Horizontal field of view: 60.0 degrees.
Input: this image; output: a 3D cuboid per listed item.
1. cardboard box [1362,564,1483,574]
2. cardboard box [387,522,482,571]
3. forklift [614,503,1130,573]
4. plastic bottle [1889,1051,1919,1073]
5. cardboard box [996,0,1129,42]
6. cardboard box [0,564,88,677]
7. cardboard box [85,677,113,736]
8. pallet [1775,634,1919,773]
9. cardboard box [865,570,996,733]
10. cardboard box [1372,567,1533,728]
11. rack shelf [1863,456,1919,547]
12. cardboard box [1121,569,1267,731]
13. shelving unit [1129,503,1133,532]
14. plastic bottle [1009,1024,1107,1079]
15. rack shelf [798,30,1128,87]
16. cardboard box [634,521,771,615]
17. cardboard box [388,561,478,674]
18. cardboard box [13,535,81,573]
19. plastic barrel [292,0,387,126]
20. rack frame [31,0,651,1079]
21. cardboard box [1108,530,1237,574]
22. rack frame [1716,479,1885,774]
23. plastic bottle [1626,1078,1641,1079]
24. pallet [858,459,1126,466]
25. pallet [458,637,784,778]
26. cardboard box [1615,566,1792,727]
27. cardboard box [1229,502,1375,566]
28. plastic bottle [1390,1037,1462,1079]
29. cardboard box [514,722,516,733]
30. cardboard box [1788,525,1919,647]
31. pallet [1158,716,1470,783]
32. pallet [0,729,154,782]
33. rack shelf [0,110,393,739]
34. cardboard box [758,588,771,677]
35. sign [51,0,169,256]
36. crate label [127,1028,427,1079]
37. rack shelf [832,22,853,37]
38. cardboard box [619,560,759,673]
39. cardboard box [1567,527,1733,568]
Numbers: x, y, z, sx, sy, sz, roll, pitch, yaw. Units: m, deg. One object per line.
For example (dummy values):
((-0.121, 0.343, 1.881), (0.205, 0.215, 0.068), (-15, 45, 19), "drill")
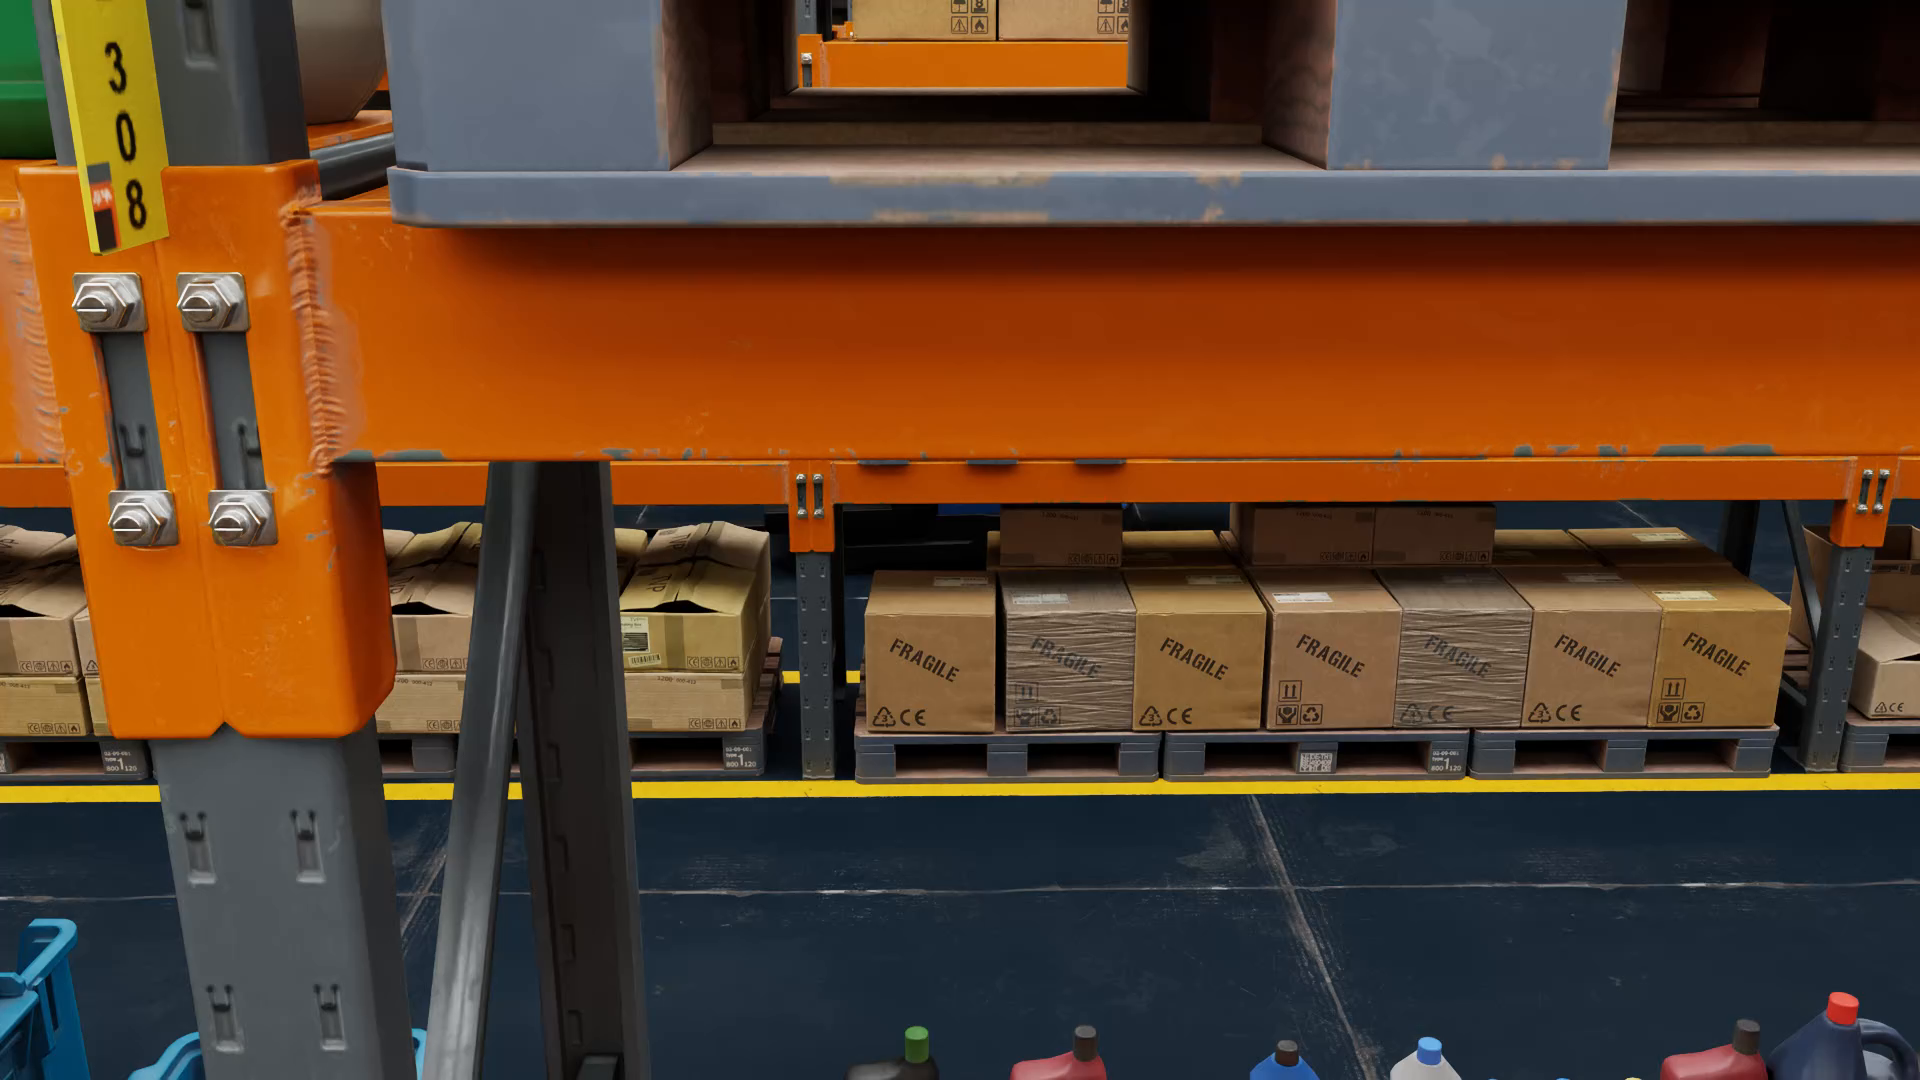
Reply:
((1.912, 0.267, 7.177), (0.500, 0.500, 0.500), (0, 18, 0), "cardboard box")
((-2.131, 0.133, 7.117), (0.500, 0.311, 0.500), (-1, 18, -2), "cardboard box")
((-0.619, -1.377, 9.041), (3.031, 2.935, 1.130), (-2, 18, -5), "forklift")
((1.366, 0.800, 2.333), (0.133, 0.283, 0.061), (0, 18, -1), "plastic bottle")
((0.378, -2.119, 6.170), (0.500, 0.500, 0.910), (0, 18, -1), "cardboard box")
((-3.649, 0.306, 6.578), (0.500, 0.311, 0.500), (0, 18, -2), "cardboard box")
((-3.131, 0.568, 6.680), (0.500, 0.250, 0.500), (-1, 18, -3), "cardboard box")
((4.119, 0.677, 7.092), (1.213, 0.211, 1.003), (0, 18, -1), "pallet")
((-0.108, 0.437, 6.646), (0.500, 0.500, 0.500), (0, 18, 1), "cardboard box")
((1.947, 0.425, 6.685), (0.500, 0.500, 0.500), (0, 18, 0), "cardboard box")
((5.432, -0.315, 6.797), (4.000, 0.370, 1.077), (0, 18, -1), "rack shelf")
((0.917, 0.432, 6.662), (0.500, 0.500, 0.500), (-1, 18, -2), "cardboard box")
((1.440, -0.773, 9.503), (1.048, 1.500, 0.538), (-2, 18, -6), "shelving unit")
((0.136, 0.806, 2.314), (0.133, 0.283, 0.061), (0, 18, -1), "plastic bottle")
((1.432, -1.724, 6.279), (4.000, 0.370, 1.077), (0, 18, -1), "rack shelf")
((-1.096, 0.126, 7.139), (0.500, 0.311, 0.500), (0, 18, 1), "cardboard box")
((-2.112, 0.297, 6.606), (0.500, 0.311, 0.500), (0, 18, -1), "cardboard box")
((-3.646, 0.139, 7.100), (0.500, 0.311, 0.500), (0, 18, 1), "cardboard box")
((-0.808, -0.689, 1.693), (0.421, 0.512, 0.421), (0, 18, 0), "plastic barrel")
((-0.493, 0.885, 1.878), (0.053, 2.616, 0.949), (0, 18, -1), "rack frame")
((0.881, 0.273, 7.156), (0.500, 0.500, 0.500), (-1, 18, -3), "cardboard box")
((3.432, -0.648, 6.657), (0.127, 3.000, 1.000), (0, 18, -1), "rack frame")
((0.933, 0.847, 2.321), (0.097, 0.201, 0.097), (0, 18, 0), "plastic bottle")
((0.109, -0.562, 6.703), (1.003, 0.211, 1.213), (0, 18, -1), "pallet")
((-1.391, 0.691, 7.048), (1.213, 0.211, 1.003), (0, 18, -1), "pallet")
((2.943, 0.423, 6.691), (0.500, 0.500, 0.500), (0, 18, -1), "cardboard box")
((1.443, -0.089, 7.059), (0.500, 0.250, 0.500), (-1, 18, -2), "cardboard box")
((0.641, 0.815, 2.306), (0.097, 0.271, 0.097), (0, 18, 0), "plastic bottle")
((-1.605, 0.561, 6.701), (0.500, 0.250, 0.500), (0, 18, -2), "cardboard box")
((3.997, 0.243, 7.250), (0.500, 0.500, 0.500), (0, 18, -1), "cardboard box")
((1.397, 0.702, 7.014), (1.213, 0.211, 1.003), (0, 18, -1), "pallet")
((-3.831, 0.703, 7.011), (1.213, 0.211, 1.003), (0, 18, -1), "pallet")
((-2.493, -0.192, 1.502), (4.000, 0.370, 1.077), (0, 18, -1), "rack shelf")
((-1.096, 0.393, 7.224), (0.500, 0.250, 0.500), (0, 18, -1), "cardboard box")
((-0.477, -0.326, 0.915), (0.005, 0.325, 0.100), (0, 18, -1), "sign")
((-0.920, 0.851, 2.257), (0.416, 0.233, 0.303), (0, 18, -1), "crate label")
((-2.649, -3.218, 10.935), (4.000, 0.370, 1.077), (0, 18, -1), "rack shelf")
((-1.087, 0.291, 6.625), (0.500, 0.311, 0.500), (0, 18, 1), "cardboard box")
((2.945, 0.261, 7.196), (0.500, 0.500, 0.500), (-1, 18, -3), "cardboard box")
